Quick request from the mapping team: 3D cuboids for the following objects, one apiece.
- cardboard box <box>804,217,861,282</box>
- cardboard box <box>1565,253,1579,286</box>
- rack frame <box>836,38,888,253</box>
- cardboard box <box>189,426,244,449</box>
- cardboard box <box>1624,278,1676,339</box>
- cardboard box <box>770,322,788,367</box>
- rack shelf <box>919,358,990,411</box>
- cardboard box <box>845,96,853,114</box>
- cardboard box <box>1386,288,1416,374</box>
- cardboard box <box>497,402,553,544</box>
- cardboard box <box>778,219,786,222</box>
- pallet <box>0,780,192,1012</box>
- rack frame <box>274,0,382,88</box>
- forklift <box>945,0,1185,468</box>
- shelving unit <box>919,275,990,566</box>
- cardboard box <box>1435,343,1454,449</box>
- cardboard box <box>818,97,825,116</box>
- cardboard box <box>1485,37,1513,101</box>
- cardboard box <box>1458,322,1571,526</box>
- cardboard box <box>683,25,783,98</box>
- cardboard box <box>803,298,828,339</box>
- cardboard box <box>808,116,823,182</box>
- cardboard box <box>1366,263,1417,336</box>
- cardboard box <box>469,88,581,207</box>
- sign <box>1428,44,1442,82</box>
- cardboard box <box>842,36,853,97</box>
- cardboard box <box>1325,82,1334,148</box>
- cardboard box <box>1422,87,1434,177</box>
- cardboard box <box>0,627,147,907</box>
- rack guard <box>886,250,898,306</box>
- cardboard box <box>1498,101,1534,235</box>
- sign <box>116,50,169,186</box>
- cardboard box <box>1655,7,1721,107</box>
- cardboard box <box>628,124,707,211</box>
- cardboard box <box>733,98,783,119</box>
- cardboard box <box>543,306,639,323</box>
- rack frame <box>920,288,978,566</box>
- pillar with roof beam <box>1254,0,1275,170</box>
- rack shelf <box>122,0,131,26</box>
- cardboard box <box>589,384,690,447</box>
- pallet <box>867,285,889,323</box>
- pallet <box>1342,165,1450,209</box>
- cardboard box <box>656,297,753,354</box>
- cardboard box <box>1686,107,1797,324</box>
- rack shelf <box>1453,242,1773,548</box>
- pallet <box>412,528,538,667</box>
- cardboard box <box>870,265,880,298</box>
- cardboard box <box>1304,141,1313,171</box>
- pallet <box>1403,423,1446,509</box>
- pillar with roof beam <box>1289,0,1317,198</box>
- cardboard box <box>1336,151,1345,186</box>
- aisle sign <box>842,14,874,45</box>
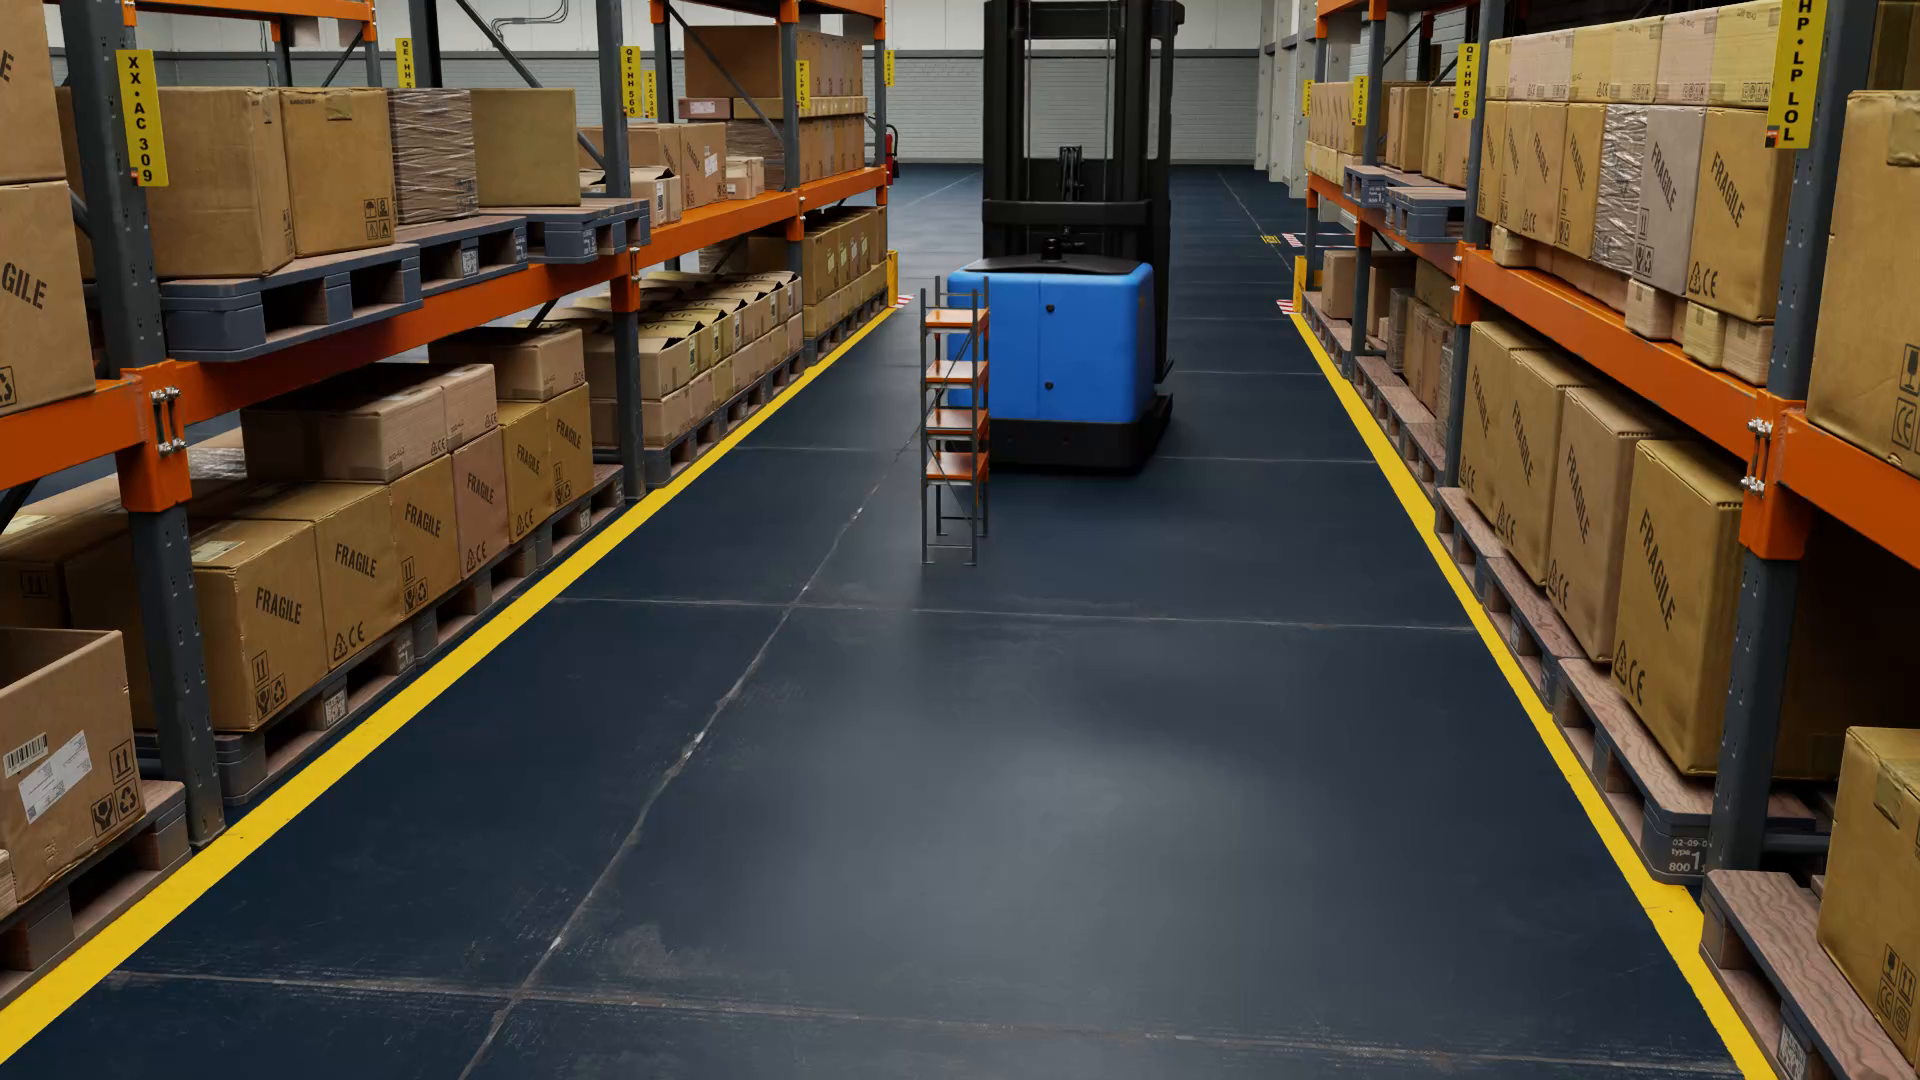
[{"bbox_3d":[-1.122,-2.445,13.985,0.500,0.500,0.500,2,15,6],"label":"cardboard box"},{"bbox_3d":[2.434,-1.001,6.059,0.380,0.149,0.250,2,15,7],"label":"cardboard box"},{"bbox_3d":[-1.201,-3.745,15.766,1.000,3.000,0.127,2,15,6],"label":"rack frame"},{"bbox_3d":[-2.608,-0.165,6.471,0.500,0.500,0.500,1,15,4],"label":"cardboard box"},{"bbox_3d":[2.175,-0.674,4.853,0.380,0.149,0.250,2,15,6],"label":"cardboard box"},{"bbox_3d":[-1.470,-1.336,11.319,0.500,0.250,0.500,1,15,5],"label":"cardboard box"},{"bbox_3d":[-0.019,-0.687,7.306,0.258,0.148,0.480,2,15,6],"label":"rack shelf"},{"bbox_3d":[-1.142,-3.802,14.543,0.380,0.149,0.250,2,15,7],"label":"cardboard box"},{"bbox_3d":[3.204,-1.377,10.954,0.700,0.500,0.500,2,15,8],"label":"cardboard box"},{"bbox_3d":[-2.034,-0.292,6.942,0.500,0.500,0.500,1,15,4],"label":"cardboard box"},{"bbox_3d":[-1.654,-2.461,14.043,0.500,0.500,0.500,2,15,6],"label":"cardboard box"},{"bbox_3d":[-2.633,0.892,3.961,1.003,0.211,1.213,2,15,6],"label":"pallet"},{"bbox_3d":[-6.122,-3.892,16.309,1.000,3.000,0.127,2,15,6],"label":"rack frame"},{"bbox_3d":[0.728,-2.136,9.945,1.130,2.935,3.031,3,15,12],"label":"forklift"},{"bbox_3d":[-0.019,-0.536,7.347,0.258,1.200,0.503,2,15,6],"label":"shelving unit"},{"bbox_3d":[2.848,-0.719,8.521,0.700,0.500,0.500,2,15,7],"label":"cardboard box"},{"bbox_3d":[-1.288,-3.467,13.304,0.380,0.149,0.250,1,15,5],"label":"cardboard box"},{"bbox_3d":[2.508,-1.971,6.969,0.500,0.250,0.500,2,15,8],"label":"cardboard box"},{"bbox_3d":[2.606,-0.503,7.091,0.750,0.750,0.750,1,15,6],"label":"cardboard box"},{"bbox_3d":[-1.608,-3.497,12.173,0.700,0.500,0.500,2,15,7],"label":"cardboard box"},{"bbox_3d":[-1.298,-1.694,12.645,0.500,0.250,0.500,2,15,6],"label":"cardboard box"},{"bbox_3d":[-1.495,-3.138,13.330,0.700,0.500,0.500,2,15,7],"label":"cardboard box"},{"bbox_3d":[3.348,-1.839,12.662,0.500,0.500,0.500,1,15,2],"label":"cardboard box"},{"bbox_3d":[-2.062,-1.755,7.408,0.700,0.500,0.500,-3,16,-13],"label":"cardboard box"},{"bbox_3d":[4.271,-4.290,14.957,0.100,0.325,0.005,2,15,6],"label":"sign"},{"bbox_3d":[-1.326,-4.149,14.581,0.700,0.500,0.500,1,15,5],"label":"cardboard box"},{"bbox_3d":[3.193,-3.388,13.259,0.500,0.500,0.500,2,15,8],"label":"cardboard box"},{"bbox_3d":[3.066,-2.376,9.668,0.700,0.500,0.500,4,16,14],"label":"cardboard box"},{"bbox_3d":[-2.337,0.518,3.947,0.500,0.500,0.500,2,15,6],"label":"cardboard box"},{"bbox_3d":[-1.198,-2.545,16.115,1.175,0.500,0.348,2,15,6],"label":"rack guard"},{"bbox_3d":[2.442,-1.473,6.562,0.500,0.500,0.500,2,15,8],"label":"cardboard box"},{"bbox_3d":[-2.015,-1.037,4.091,0.100,0.325,0.005,2,15,6],"label":"sign"},{"bbox_3d":[2.233,-1.312,4.532,0.500,0.250,0.500,2,15,7],"label":"cardboard box"},{"bbox_3d":[-1.871,-2.291,10.195,0.500,0.500,0.500,2,15,6],"label":"cardboard box"},{"bbox_3d":[-1.429,-3.133,12.068,0.380,0.149,0.250,2,15,6],"label":"cardboard box"},{"bbox_3d":[-2.177,-1.225,9.835,0.500,0.311,0.500,2,15,6],"label":"cardboard box"},{"bbox_3d":[-0.046,-0.473,7.113,0.240,1.200,0.015,2,15,6],"label":"rack frame"},{"bbox_3d":[3.610,-14.197,42.925,9.100,9.000,0.400,2,15,6],"label":"pillar with roof beam"},{"bbox_3d":[-6.799,-3.436,10.256,1.077,0.370,4.000,2,15,6],"label":"rack shelf"},{"bbox_3d":[-1.752,-0.673,8.867,0.500,0.250,0.500,2,15,6],"label":"cardboard box"},{"bbox_3d":[-1.245,-2.199,15.391,1.003,0.211,1.213,2,15,6],"label":"pallet"},{"bbox_3d":[3.040,-2.276,10.701,1.003,0.211,1.213,2,15,6],"label":"pallet"},{"bbox_3d":[-1.584,-1.346,10.280,0.500,0.311,0.500,2,15,6],"label":"cardboard box"},{"bbox_3d":[2.169,-0.816,4.135,0.500,0.500,0.500,1,15,5],"label":"cardboard box"},{"bbox_3d":[2.593,-0.659,5.732,1.077,0.370,4.000,2,15,6],"label":"rack shelf"},{"bbox_3d":[-2.365,0.184,6.577,1.003,0.211,1.213,2,15,6],"label":"pallet"},{"bbox_3d":[-1.012,-2.343,15.042,0.500,0.250,0.500,2,15,6],"label":"cardboard box"},{"bbox_3d":[3.351,-3.420,14.813,0.500,0.250,0.500,1,15,5],"label":"cardboard box"},{"bbox_3d":[2.909,-0.382,8.670,1.003,0.211,1.213,2,15,6],"label":"pallet"},{"bbox_3d":[2.256,-11.084,31.415,9.100,9.000,0.400,2,15,6],"label":"pillar with roof beam"},{"bbox_3d":[3.087,-2.761,12.374,0.500,0.250,0.500,2,15,7],"label":"cardboard box"},{"bbox_3d":[-0.901,-5.008,15.457,0.394,0.787,0.004,2,15,6],"label":"aisle sign"}]
